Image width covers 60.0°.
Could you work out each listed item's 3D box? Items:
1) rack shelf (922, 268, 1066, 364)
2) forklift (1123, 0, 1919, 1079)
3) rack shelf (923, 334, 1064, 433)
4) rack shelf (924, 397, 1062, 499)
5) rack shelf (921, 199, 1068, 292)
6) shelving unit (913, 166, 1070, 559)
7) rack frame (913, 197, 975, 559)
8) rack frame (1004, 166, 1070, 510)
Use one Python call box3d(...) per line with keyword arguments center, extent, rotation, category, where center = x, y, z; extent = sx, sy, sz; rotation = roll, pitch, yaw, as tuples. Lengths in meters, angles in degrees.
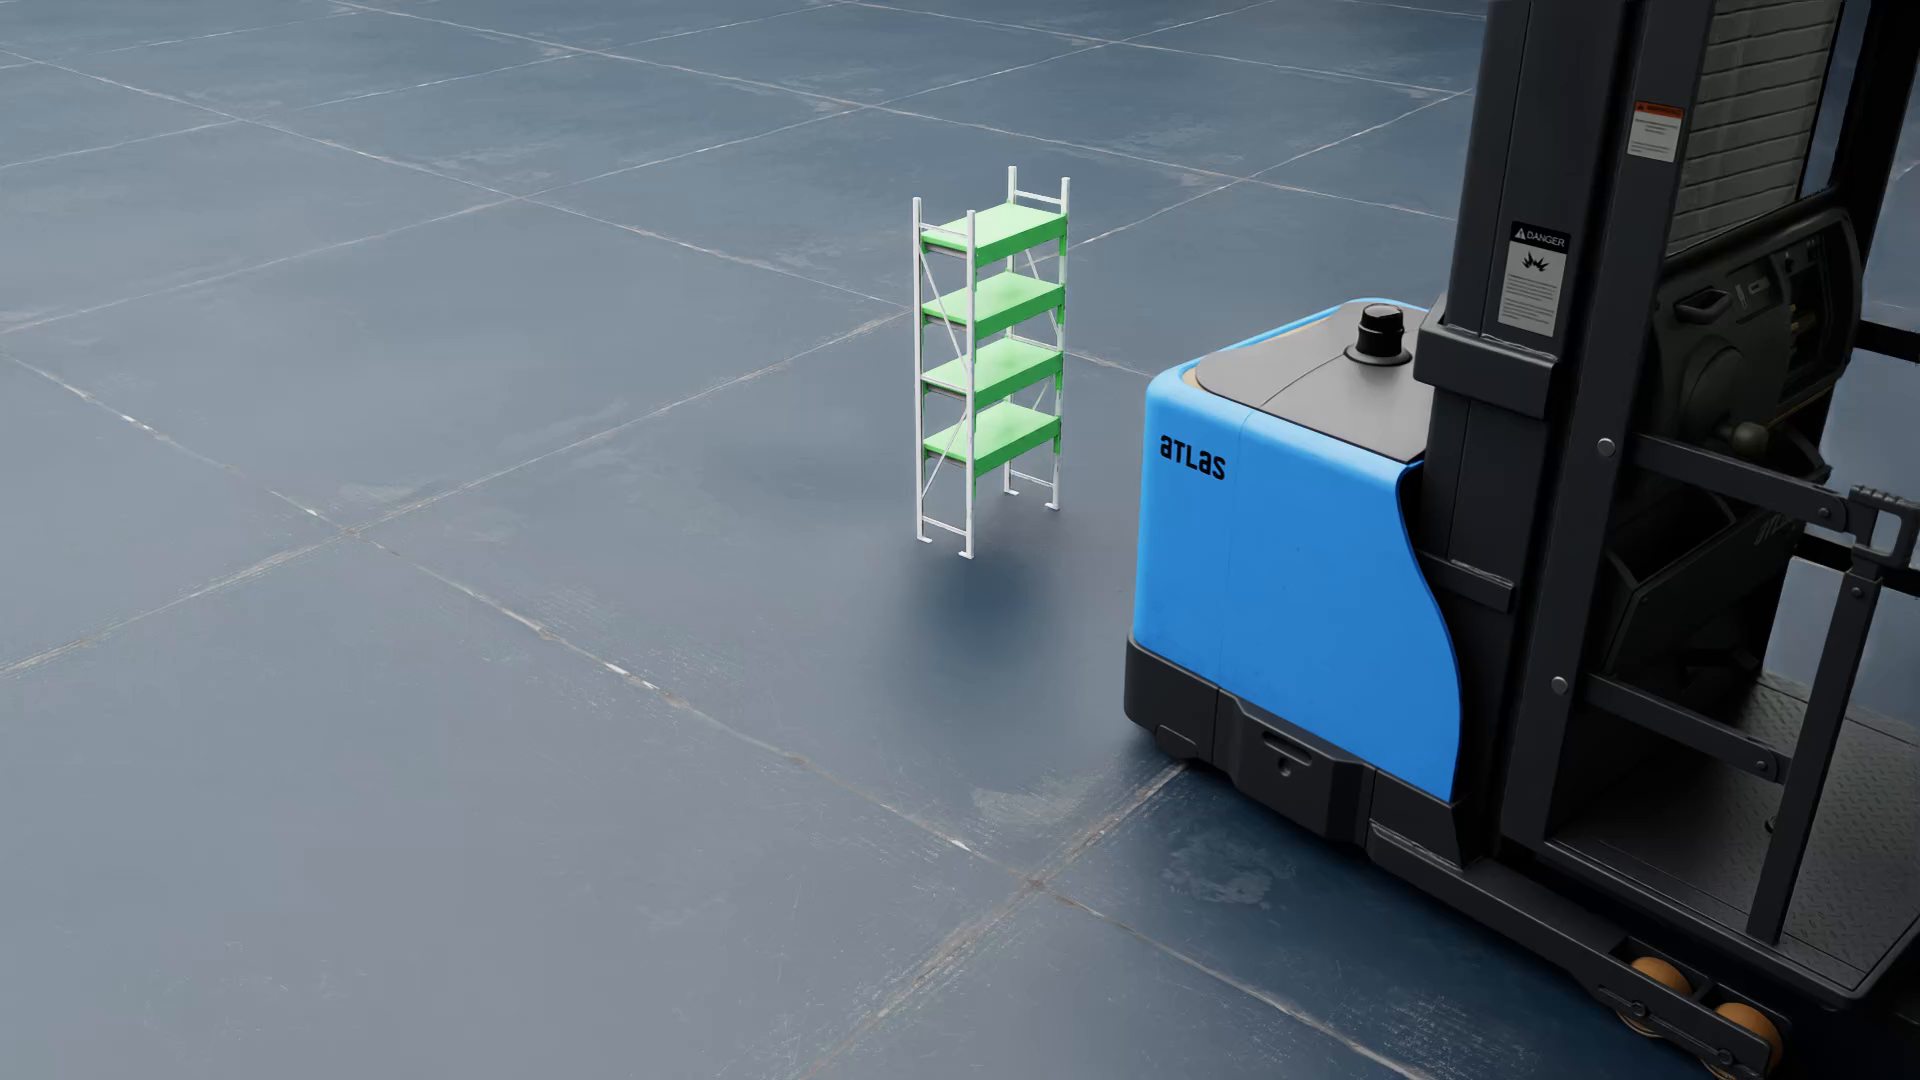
box3d(center=(0.105, -0.748, 5.507), extent=(0.258, 0.148, 0.480), rotation=(21, 34, 34), category="rack shelf")
box3d(center=(1.825, -0.416, 3.363), extent=(1.130, 2.935, 3.031), rotation=(-23, 35, -37), category="forklift")
box3d(center=(0.105, -0.535, 5.617), extent=(0.258, 0.148, 0.480), rotation=(21, 34, 34), category="rack shelf")
box3d(center=(0.105, -0.322, 5.727), extent=(0.258, 0.148, 0.480), rotation=(21, 34, 34), category="rack shelf")
box3d(center=(0.105, -0.961, 5.397), extent=(0.258, 0.148, 0.480), rotation=(21, 34, 34), category="rack shelf")
box3d(center=(0.105, -0.592, 5.588), extent=(0.258, 1.200, 0.503), rotation=(21, 34, 34), category="shelving unit")
box3d(center=(-0.050, -0.505, 5.421), extent=(0.240, 1.200, 0.015), rotation=(21, 34, 34), category="rack frame")
box3d(center=(0.260, -0.678, 5.755), extent=(0.240, 1.200, 0.015), rotation=(21, 34, 34), category="rack frame")
